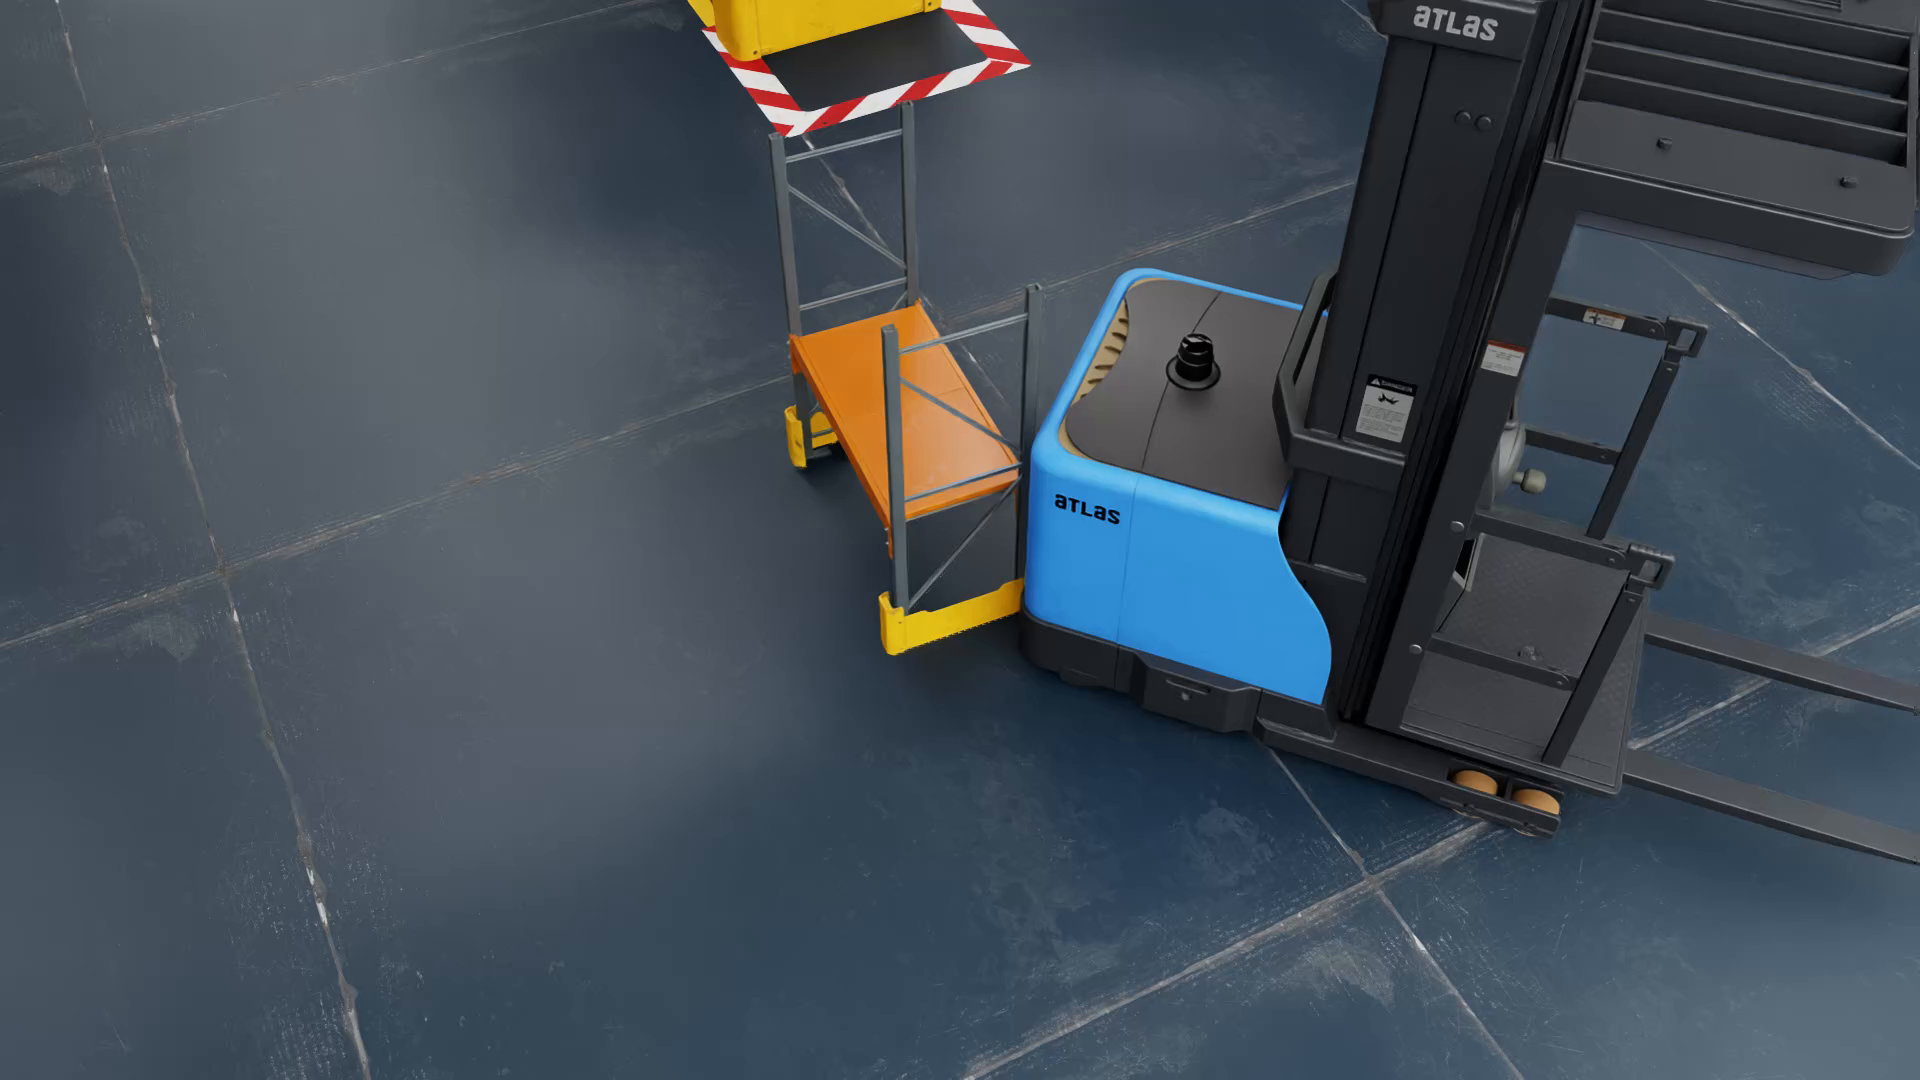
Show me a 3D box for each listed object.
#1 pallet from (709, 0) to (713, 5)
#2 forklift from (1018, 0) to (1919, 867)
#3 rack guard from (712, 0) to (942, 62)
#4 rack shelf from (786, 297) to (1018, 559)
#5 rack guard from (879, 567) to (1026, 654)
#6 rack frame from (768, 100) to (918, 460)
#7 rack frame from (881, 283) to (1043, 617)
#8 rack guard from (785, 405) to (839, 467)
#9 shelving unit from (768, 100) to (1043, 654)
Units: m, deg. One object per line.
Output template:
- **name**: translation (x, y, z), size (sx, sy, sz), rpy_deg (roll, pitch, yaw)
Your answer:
- **pallet**: translation (-1.039, -3.316, 9.010), size (1.003, 0.211, 1.213), rpy_deg (-21, 52, -18)
- **forklift**: translation (1.774, -0.459, 4.704), size (3.031, 2.935, 1.130), rpy_deg (16, 51, 14)
- **rack guard**: translation (-0.672, -2.865, 8.424), size (1.175, 0.500, 0.348), rpy_deg (-21, 52, -18)
- **rack shelf**: translation (-0.191, -0.418, 5.858), size (0.538, 0.185, 1.000), rpy_deg (-18, 51, -15)
- **rack guard**: translation (0.000, 0.214, 5.897), size (0.587, 0.250, 0.087), rpy_deg (-18, 51, -15)
- **rack frame**: translation (-0.389, -0.888, 6.031), size (0.500, 1.500, 0.032), rpy_deg (-18, 51, -15)
- **rack frame**: translation (0.008, -0.184, 5.414), size (0.500, 1.500, 0.032), rpy_deg (-18, 51, -15)
- **rack guard**: translation (-0.389, -0.476, 6.500), size (0.587, 0.250, 0.087), rpy_deg (-18, 51, -15)
- **shelving unit**: translation (-0.194, -0.542, 5.728), size (0.587, 1.500, 1.083), rpy_deg (-18, 51, -15)
